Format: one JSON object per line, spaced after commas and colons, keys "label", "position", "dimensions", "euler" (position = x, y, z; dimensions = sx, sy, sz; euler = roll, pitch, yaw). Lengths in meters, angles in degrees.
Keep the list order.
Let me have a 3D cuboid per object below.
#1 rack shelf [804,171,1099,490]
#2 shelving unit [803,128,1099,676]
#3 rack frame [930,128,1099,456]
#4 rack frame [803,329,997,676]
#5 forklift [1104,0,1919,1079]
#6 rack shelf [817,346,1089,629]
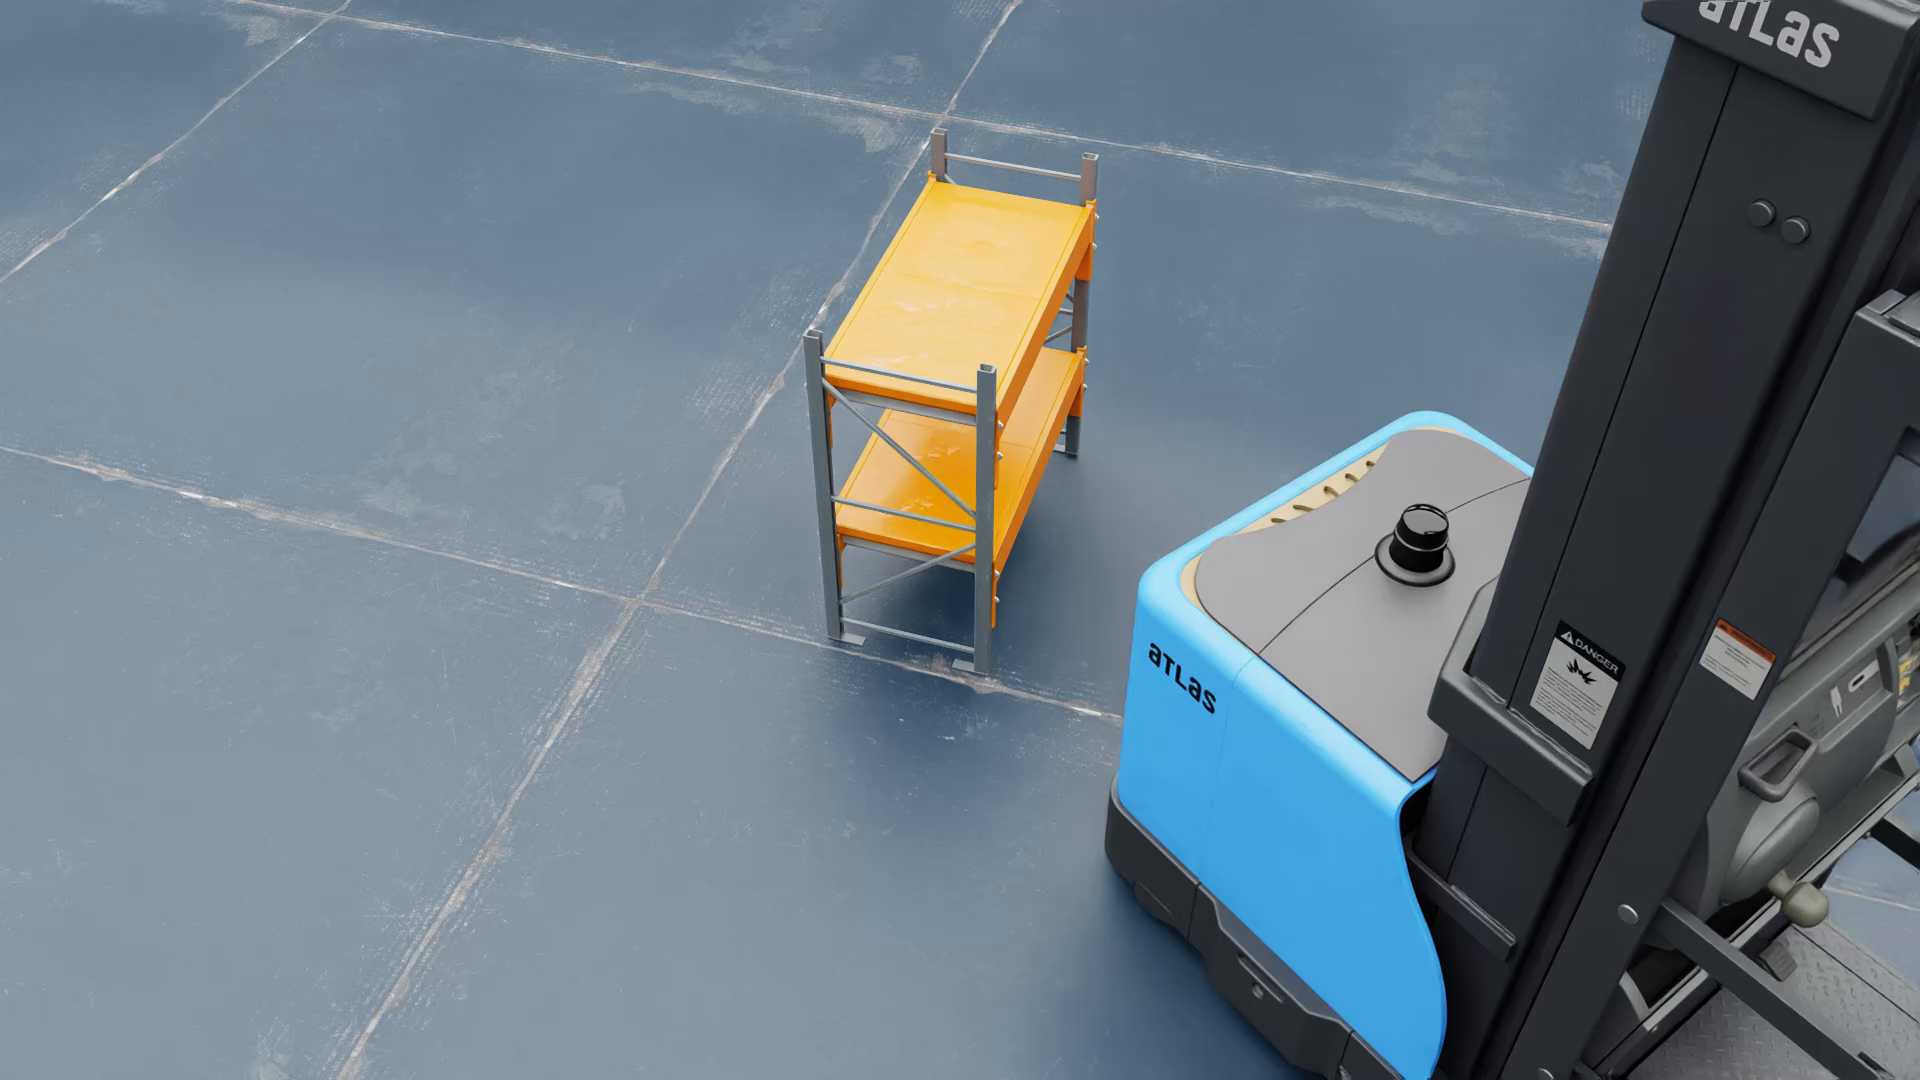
{"label": "rack shelf", "position": [0.002, -0.616, 4.656], "dimensions": [0.538, 0.278, 1.000], "euler": [13, 46, 13]}
{"label": "shelving unit", "position": [0.002, -0.407, 4.861], "dimensions": [0.538, 1.125, 1.048], "euler": [13, 46, 13]}
{"label": "rack frame", "position": [0.156, -0.745, 5.207], "dimensions": [0.500, 1.125, 0.032], "euler": [13, 46, 13]}
{"label": "rack frame", "position": [-0.152, -0.068, 4.515], "dimensions": [0.500, 1.125, 0.032], "euler": [13, 46, 13]}
{"label": "forklift", "position": [1.676, 0.401, 2.745], "dimensions": [1.130, 2.935, 3.031], "euler": [-28, 51, -26]}
{"label": "rack shelf", "position": [0.002, -0.232, 5.032], "dimensions": [0.538, 0.278, 1.000], "euler": [13, 46, 13]}
